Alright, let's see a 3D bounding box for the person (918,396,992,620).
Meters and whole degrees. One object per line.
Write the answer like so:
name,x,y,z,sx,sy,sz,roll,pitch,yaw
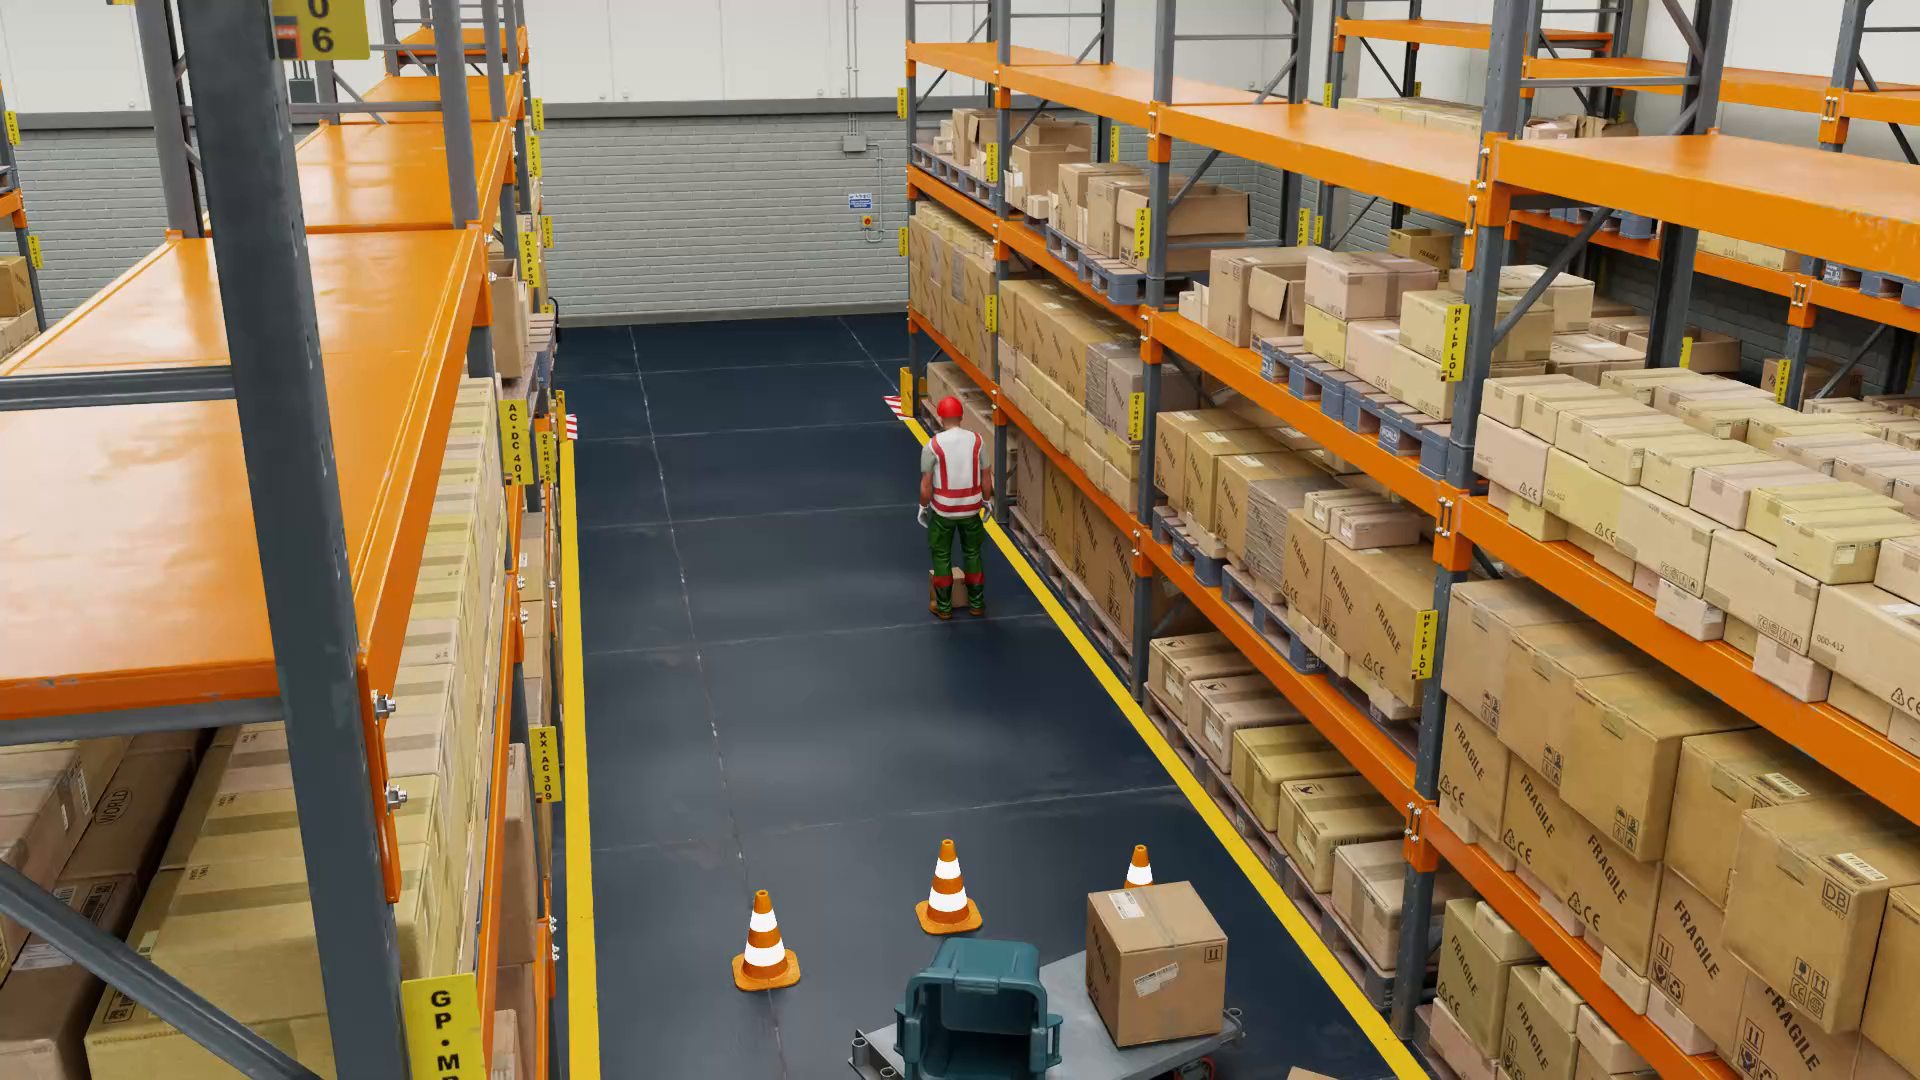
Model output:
person,-0.036,-0.253,13.085,0.604,1.778,0.450,-5,20,-14
